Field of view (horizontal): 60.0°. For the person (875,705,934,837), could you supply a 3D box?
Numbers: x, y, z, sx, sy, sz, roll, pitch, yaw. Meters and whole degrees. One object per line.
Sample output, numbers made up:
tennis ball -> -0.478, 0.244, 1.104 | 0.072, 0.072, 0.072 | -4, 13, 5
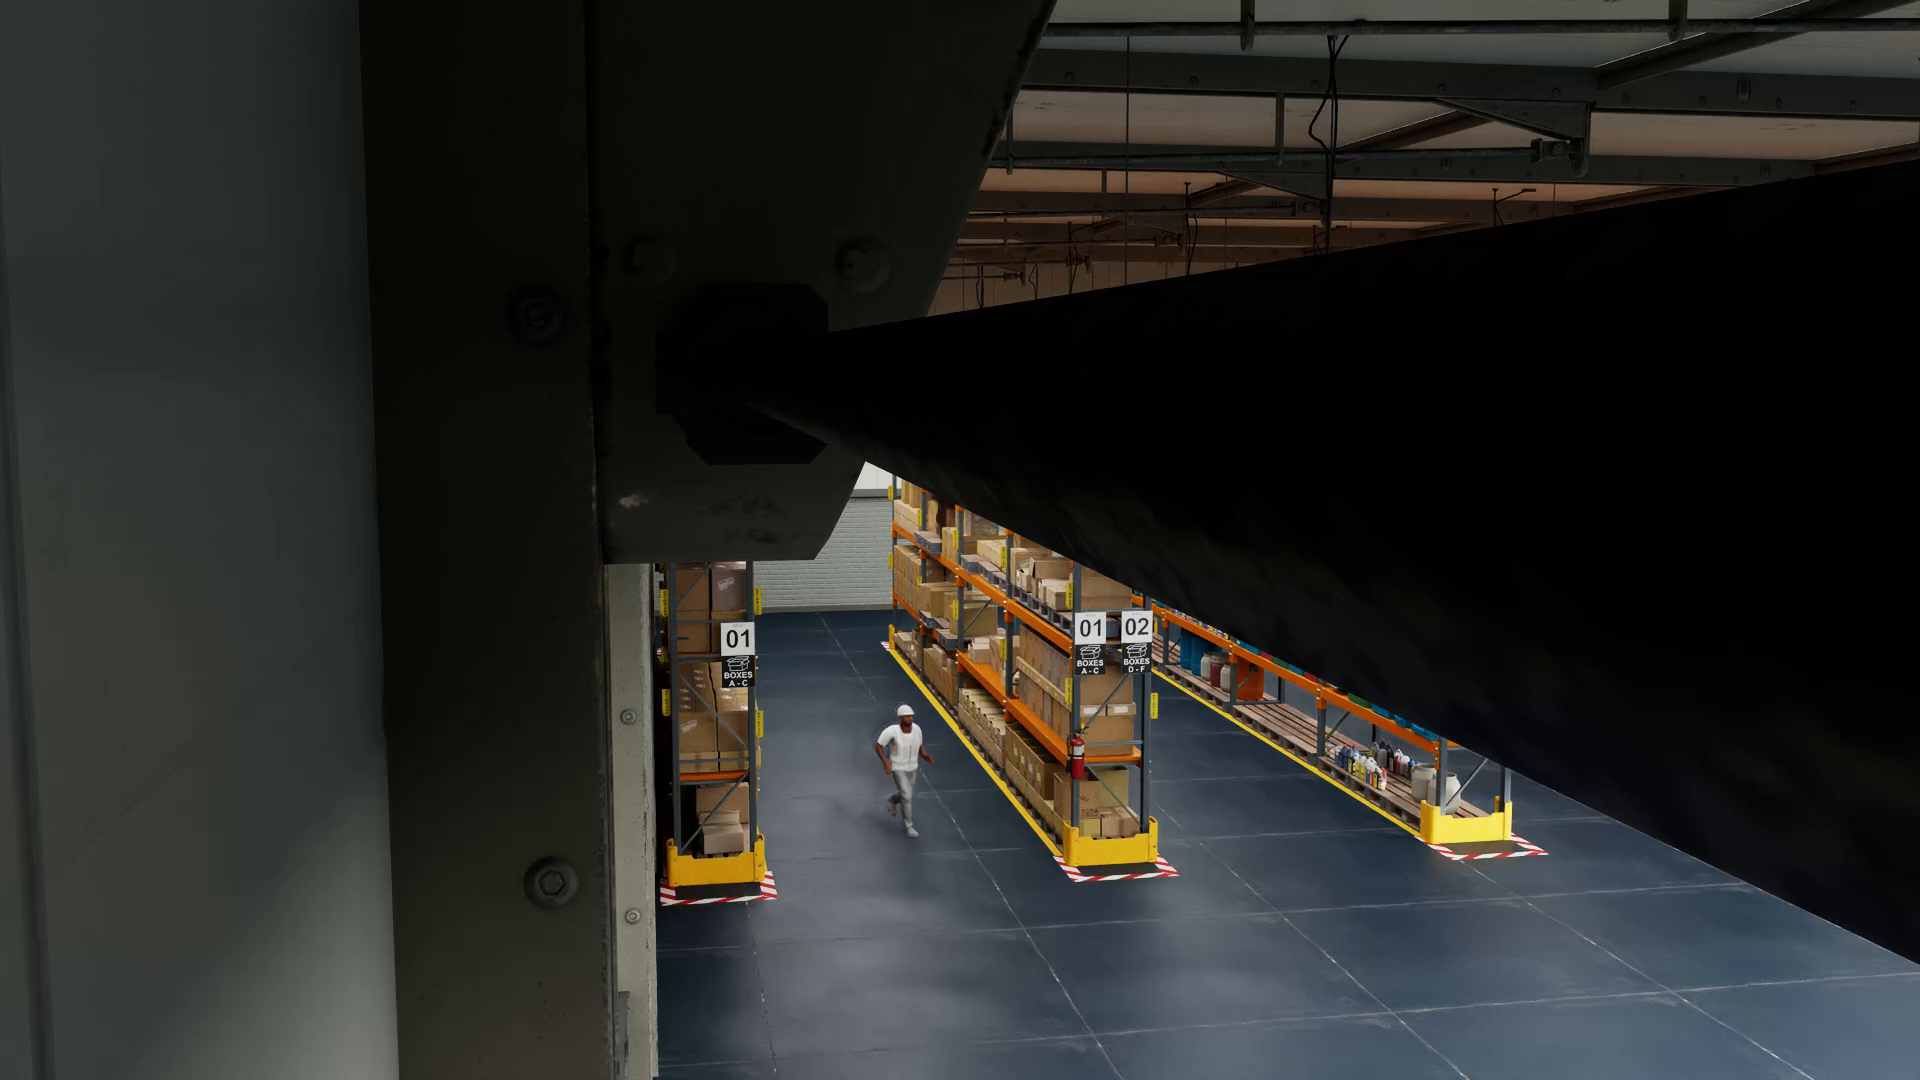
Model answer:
person -> -0.808, 3.058, 22.381 | 0.684, 1.738, 0.856 | -4, 8, -36
